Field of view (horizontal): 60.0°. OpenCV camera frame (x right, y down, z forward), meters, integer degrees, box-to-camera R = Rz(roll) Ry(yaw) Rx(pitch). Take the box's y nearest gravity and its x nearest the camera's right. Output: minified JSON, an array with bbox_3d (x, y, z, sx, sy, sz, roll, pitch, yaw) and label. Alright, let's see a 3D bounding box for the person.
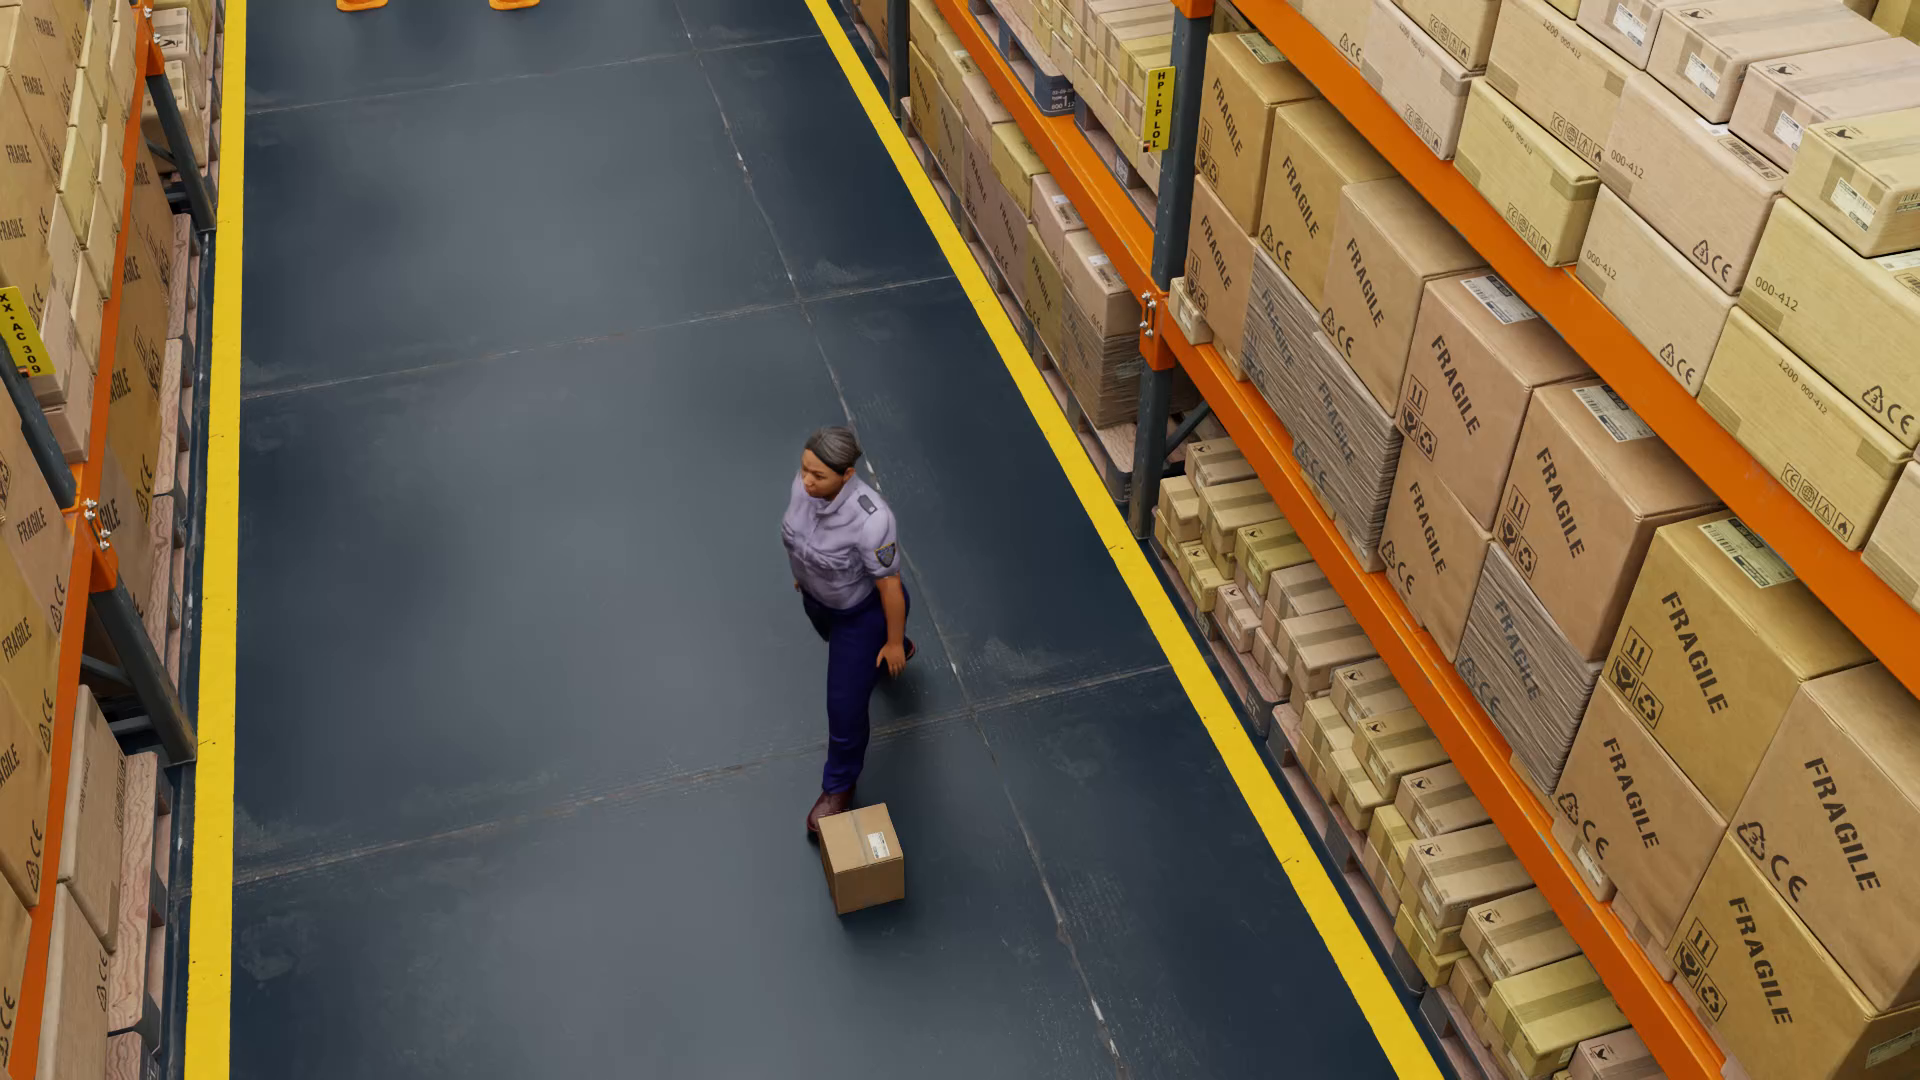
[{"bbox_3d":[-0.394,0.194,5.968,0.859,1.601,0.659,-32,51,-30],"label":"person"}]
